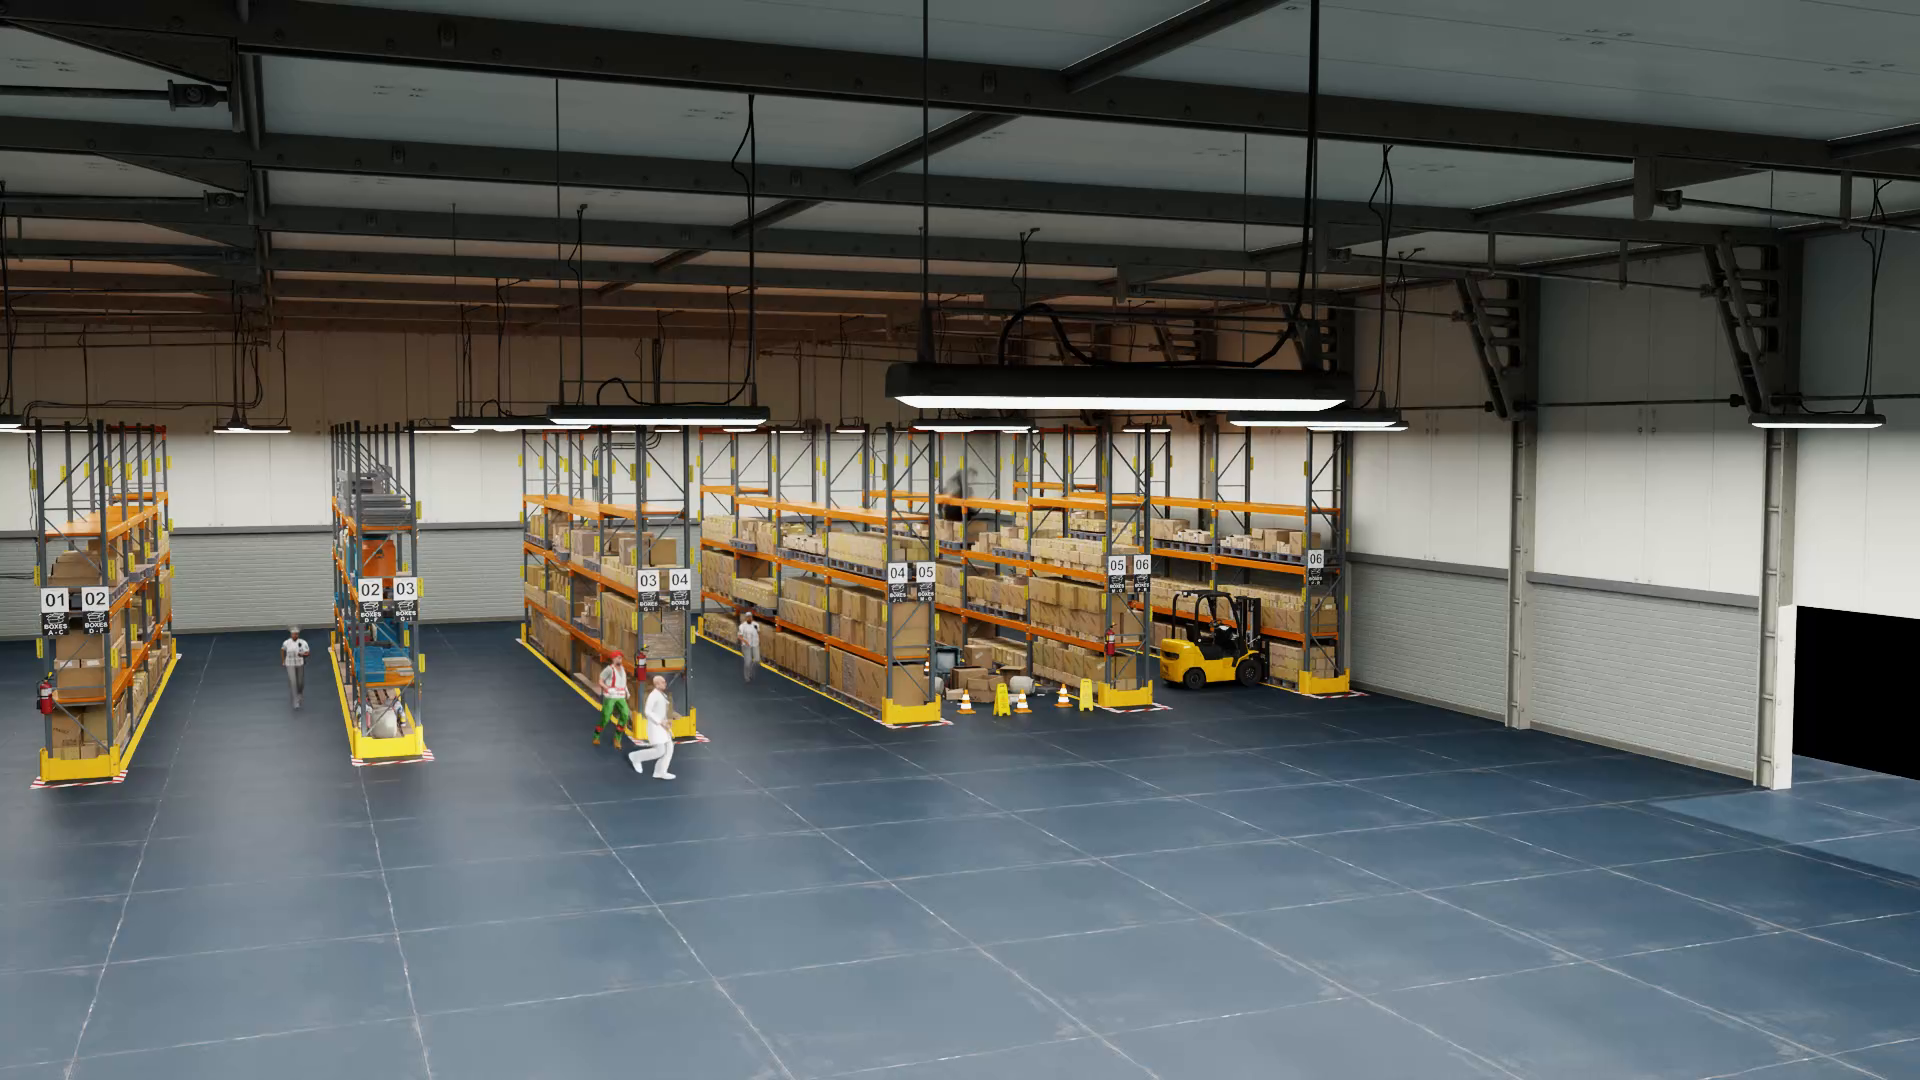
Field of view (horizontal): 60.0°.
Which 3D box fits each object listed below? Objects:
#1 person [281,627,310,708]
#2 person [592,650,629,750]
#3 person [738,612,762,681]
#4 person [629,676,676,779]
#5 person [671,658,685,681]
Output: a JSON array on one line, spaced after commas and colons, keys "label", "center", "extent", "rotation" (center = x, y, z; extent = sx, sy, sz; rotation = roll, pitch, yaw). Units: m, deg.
[{"label": "person", "center": [-14.047, 2.659, 35.199], "extent": [0.555, 1.678, 0.912], "rotation": [-1, 4, -22]}, {"label": "person", "center": [-6.357, 2.933, 30.644], "extent": [0.684, 1.801, 0.721], "rotation": [3, 5, 44]}, {"label": "person", "center": [-4.876, 2.488, 38.760], "extent": [0.591, 1.631, 0.544], "rotation": [-1, 4, -19]}, {"label": "person", "center": [-5.130, 3.127, 27.752], "extent": [0.754, 1.734, 0.700], "rotation": [0, 4, 7]}, {"label": "person", "center": [-6.696, 2.459, 39.250], "extent": [0.593, 1.692, 0.816], "rotation": [-2, 4, -23]}]
